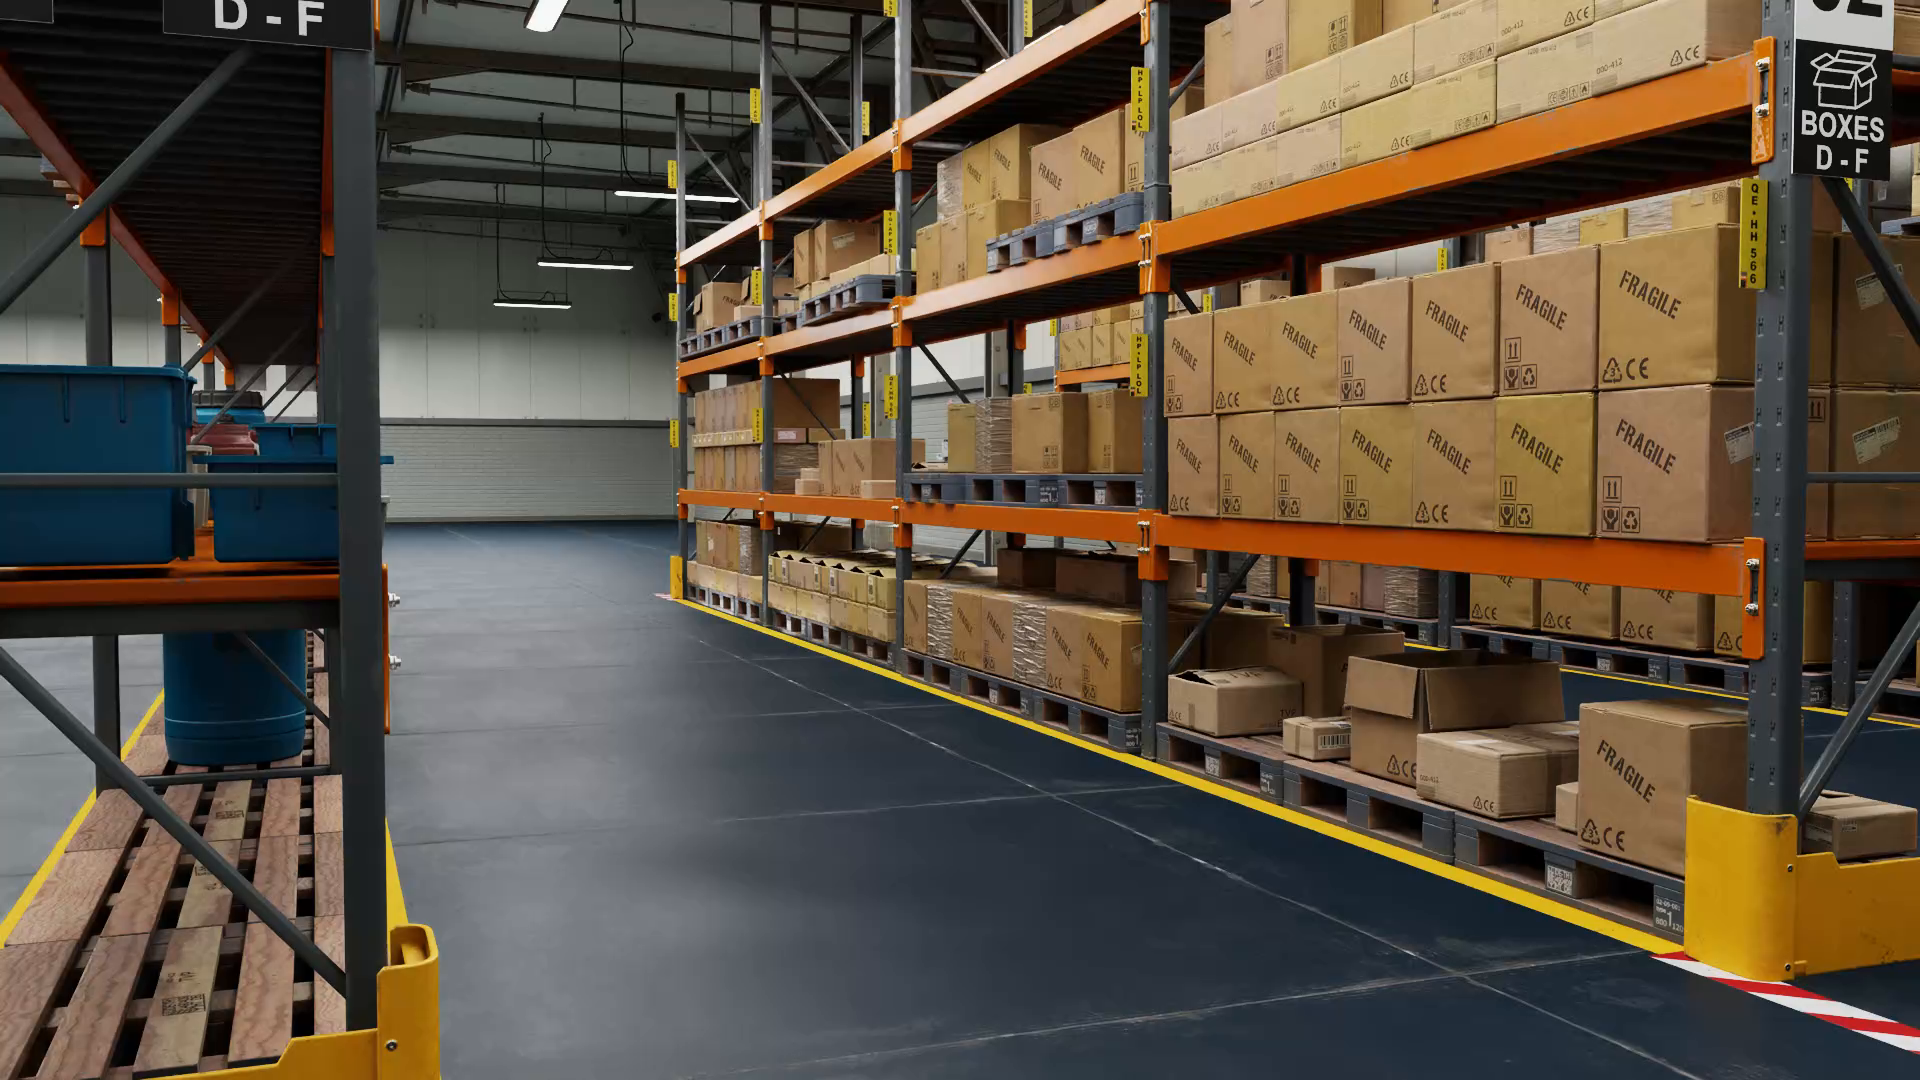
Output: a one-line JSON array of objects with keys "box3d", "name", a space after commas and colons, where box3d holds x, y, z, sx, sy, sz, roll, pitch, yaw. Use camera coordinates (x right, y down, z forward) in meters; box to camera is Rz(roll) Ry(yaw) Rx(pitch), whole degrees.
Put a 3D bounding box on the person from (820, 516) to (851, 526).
[{"box3d": [-1.523, -0.189, 20.732, 0.495, 1.646, 0.914, -2, 3, -45], "name": "person"}]
